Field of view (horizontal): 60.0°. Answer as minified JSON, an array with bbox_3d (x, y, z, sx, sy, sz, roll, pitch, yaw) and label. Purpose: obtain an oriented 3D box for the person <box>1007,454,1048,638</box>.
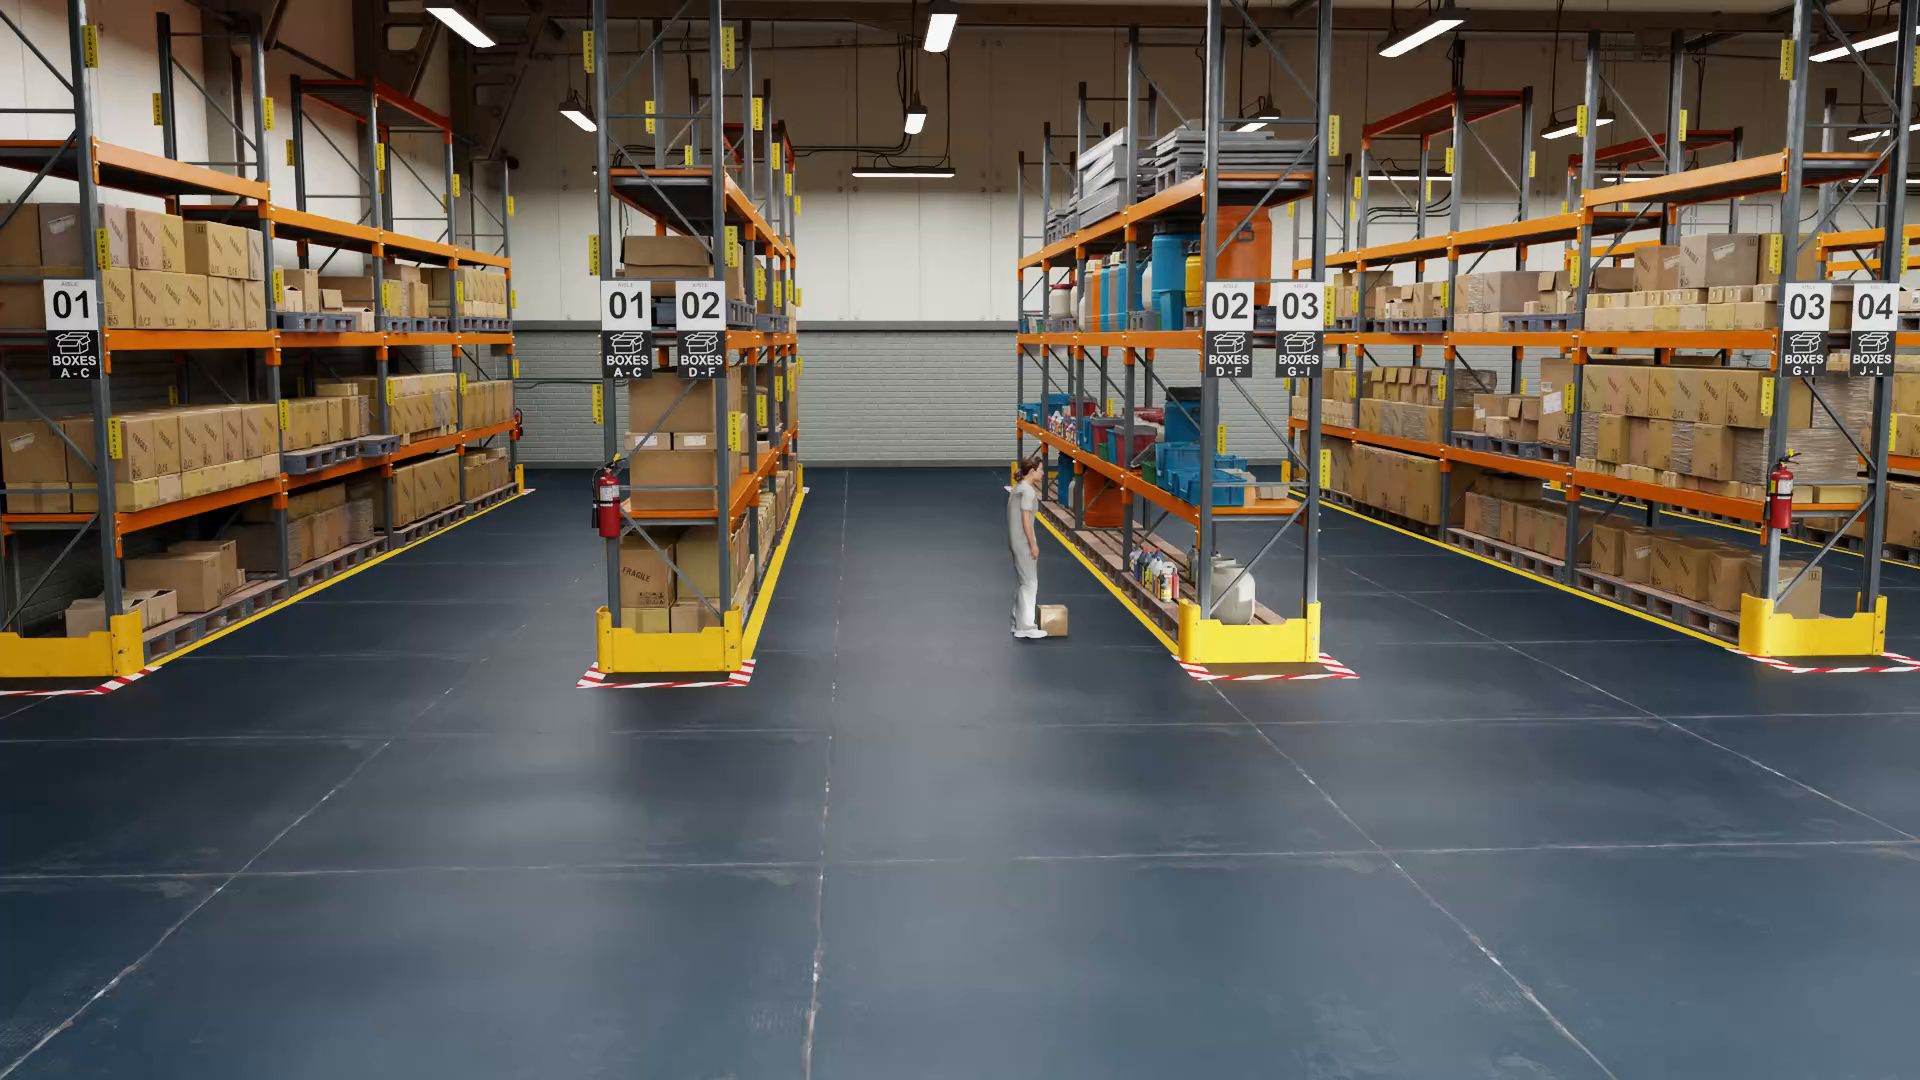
[{"bbox_3d":[0.614,0.044,15.389,0.353,1.673,0.511,-1,7,-6],"label":"person"}]
